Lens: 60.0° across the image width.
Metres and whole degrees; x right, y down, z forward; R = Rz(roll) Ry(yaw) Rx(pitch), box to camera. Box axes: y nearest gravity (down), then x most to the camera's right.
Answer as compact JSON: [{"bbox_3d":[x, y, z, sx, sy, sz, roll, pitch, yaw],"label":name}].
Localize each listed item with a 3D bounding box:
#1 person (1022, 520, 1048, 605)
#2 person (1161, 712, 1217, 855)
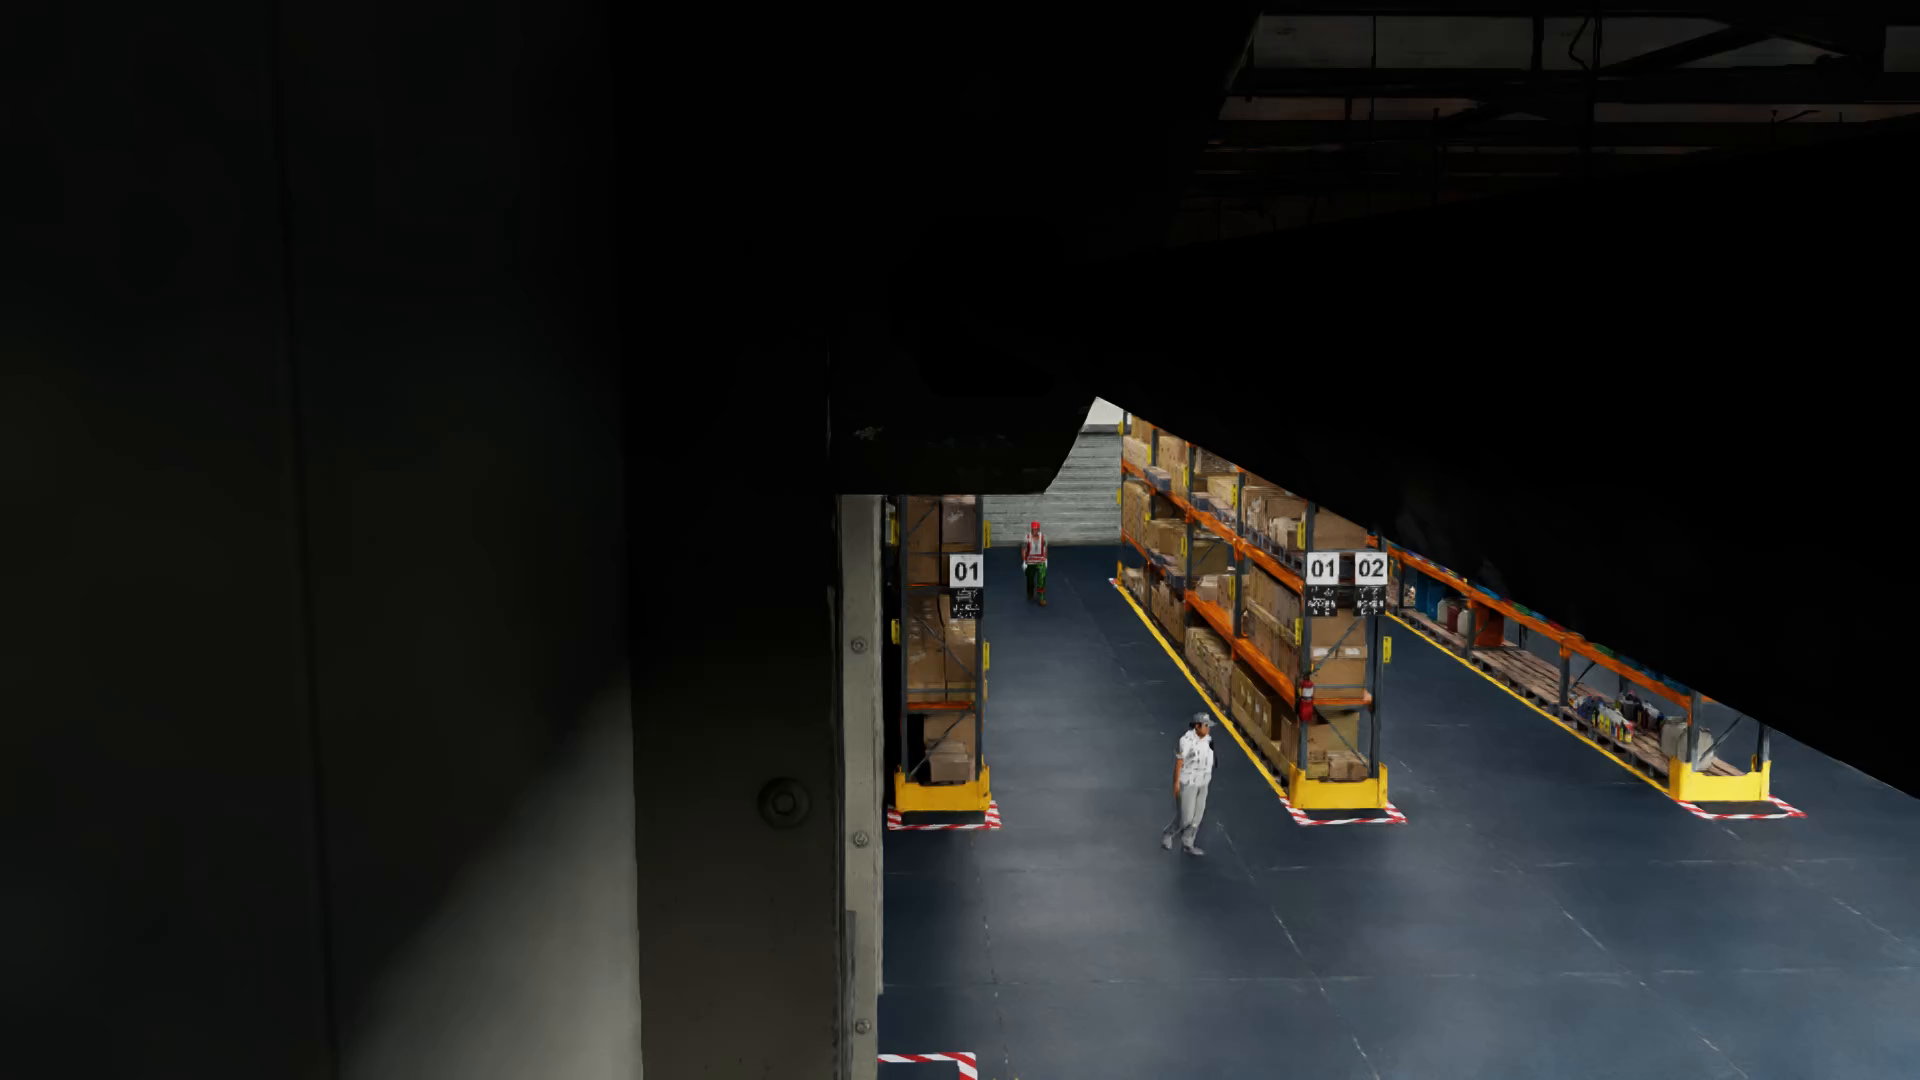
[{"bbox_3d":[1.541,0.431,34.171,0.553,1.694,1.123,0,8,-1],"label":"person"},{"bbox_3d":[2.601,2.751,18.874,0.560,1.657,0.572,-7,11,-39],"label":"person"}]
